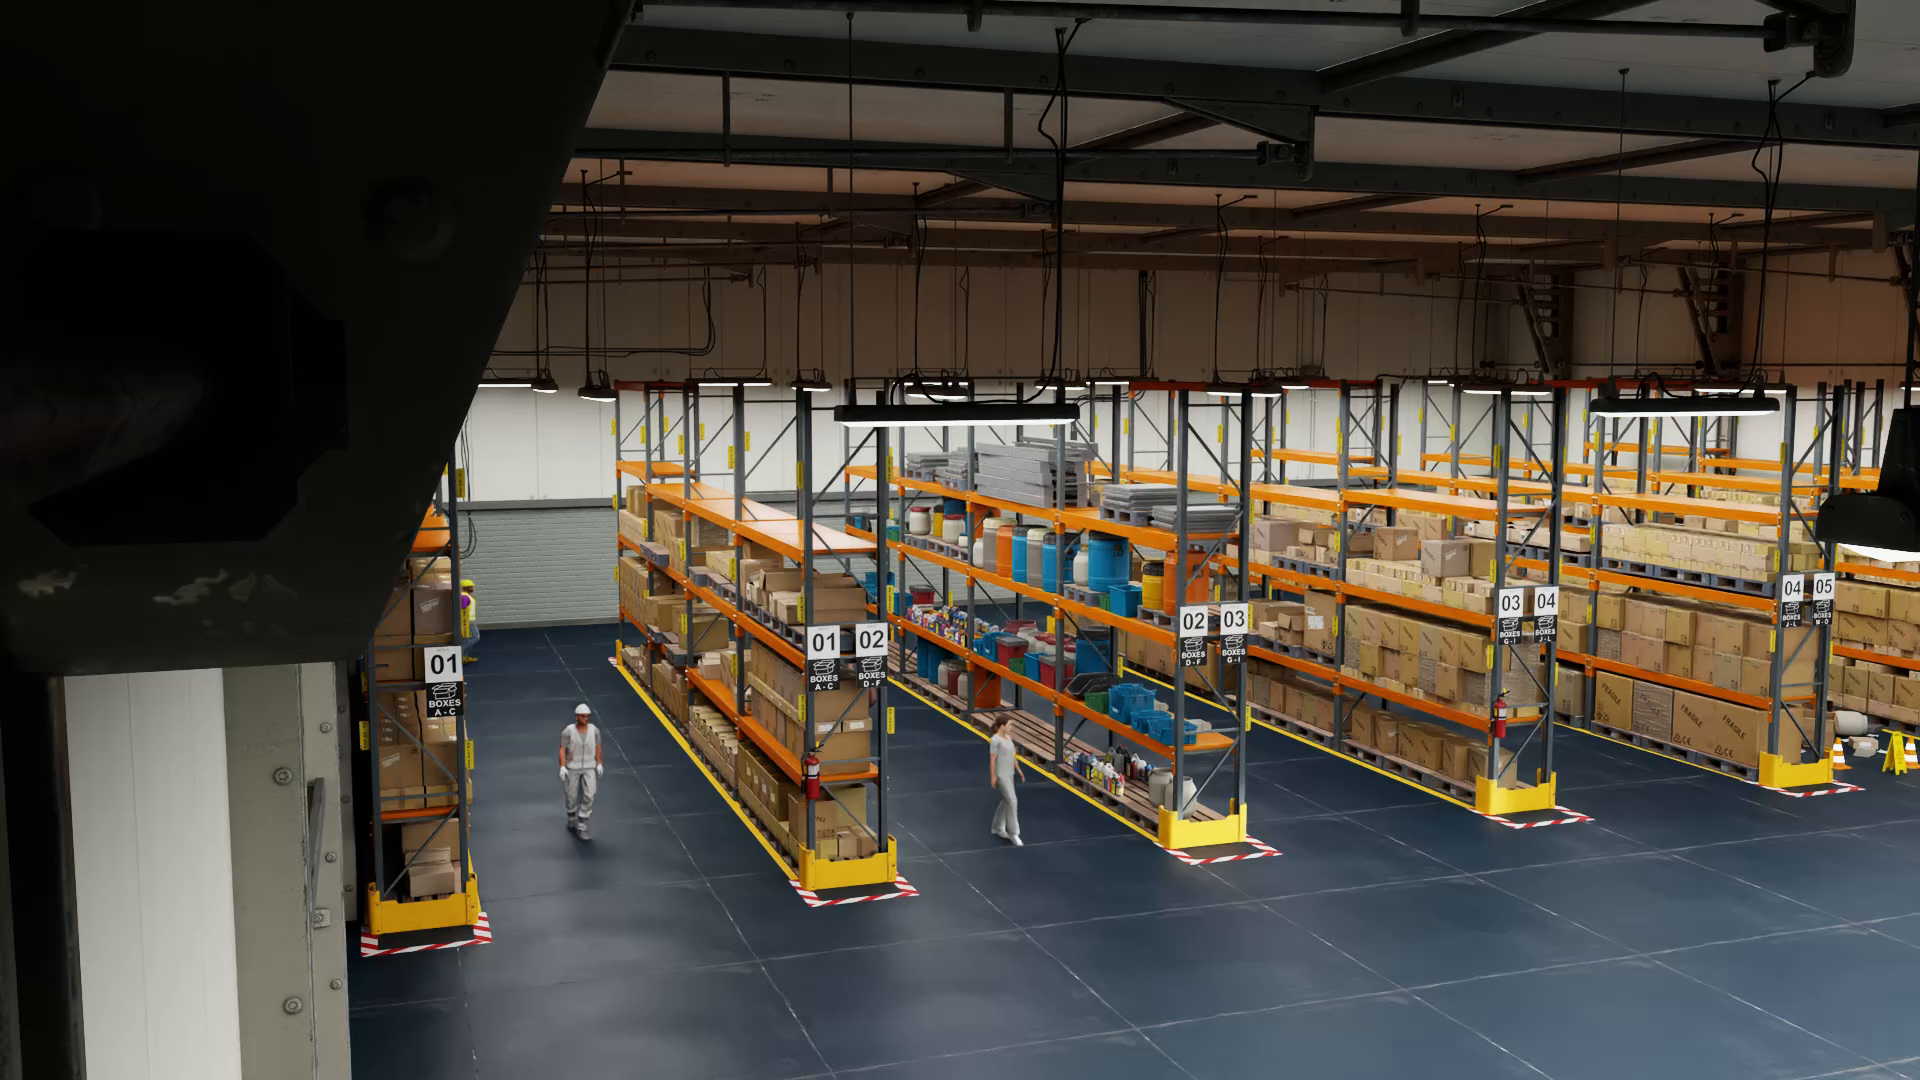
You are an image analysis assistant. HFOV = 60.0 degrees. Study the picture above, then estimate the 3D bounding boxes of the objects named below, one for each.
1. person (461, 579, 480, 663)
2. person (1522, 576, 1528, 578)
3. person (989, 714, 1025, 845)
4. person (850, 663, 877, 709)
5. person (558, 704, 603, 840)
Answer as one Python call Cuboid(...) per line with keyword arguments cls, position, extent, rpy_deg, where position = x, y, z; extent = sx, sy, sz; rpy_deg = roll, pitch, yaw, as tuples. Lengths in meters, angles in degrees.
Cuboid(cls="person", position=(-10.441, 1.714, 35.220), extent=(0.476, 1.763, 0.611), rpy_deg=(-2, 6, -21))
Cuboid(cls="person", position=(12.162, 1.668, 35.685), extent=(0.520, 1.782, 0.536), rpy_deg=(-5, 8, -39))
Cuboid(cls="person", position=(0.656, 3.180, 22.153), extent=(0.591, 1.722, 0.466), rpy_deg=(3, 7, 27))
Cuboid(cls="person", position=(-1.695, 2.446, 29.111), extent=(0.545, 1.654, 0.600), rpy_deg=(-4, 7, -32))
Cuboid(cls="person", position=(-5.107, 3.111, 22.426), extent=(0.645, 1.821, 0.683), rpy_deg=(-3, 7, -27))
